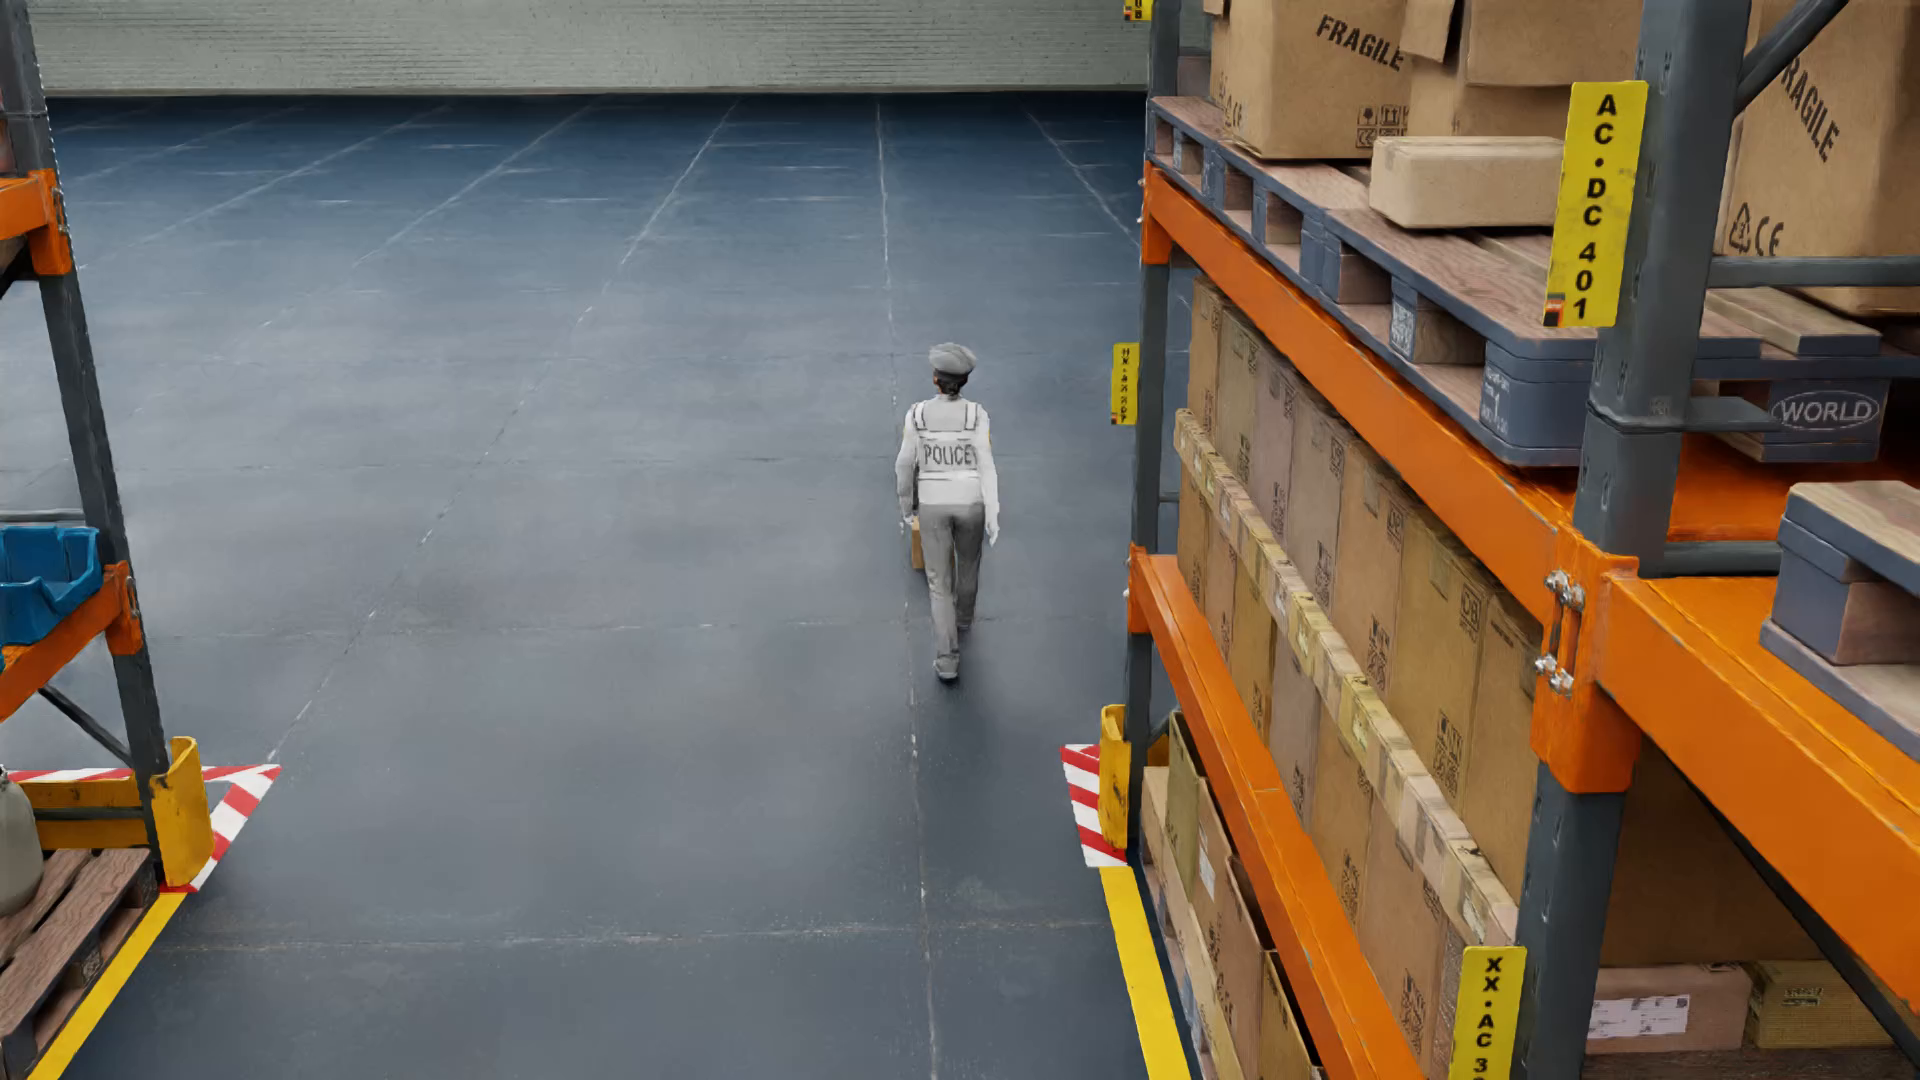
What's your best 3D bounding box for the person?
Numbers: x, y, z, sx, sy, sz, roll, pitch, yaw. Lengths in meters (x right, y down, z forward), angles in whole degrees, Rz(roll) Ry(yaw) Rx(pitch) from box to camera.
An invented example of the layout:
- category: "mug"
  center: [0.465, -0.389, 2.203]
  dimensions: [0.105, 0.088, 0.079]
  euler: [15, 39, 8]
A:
- category: "person"
  center: [-0.074, -0.204, 8.601]
  dimensions: [0.517, 1.624, 0.951]
  euler: [-2, 21, -4]
